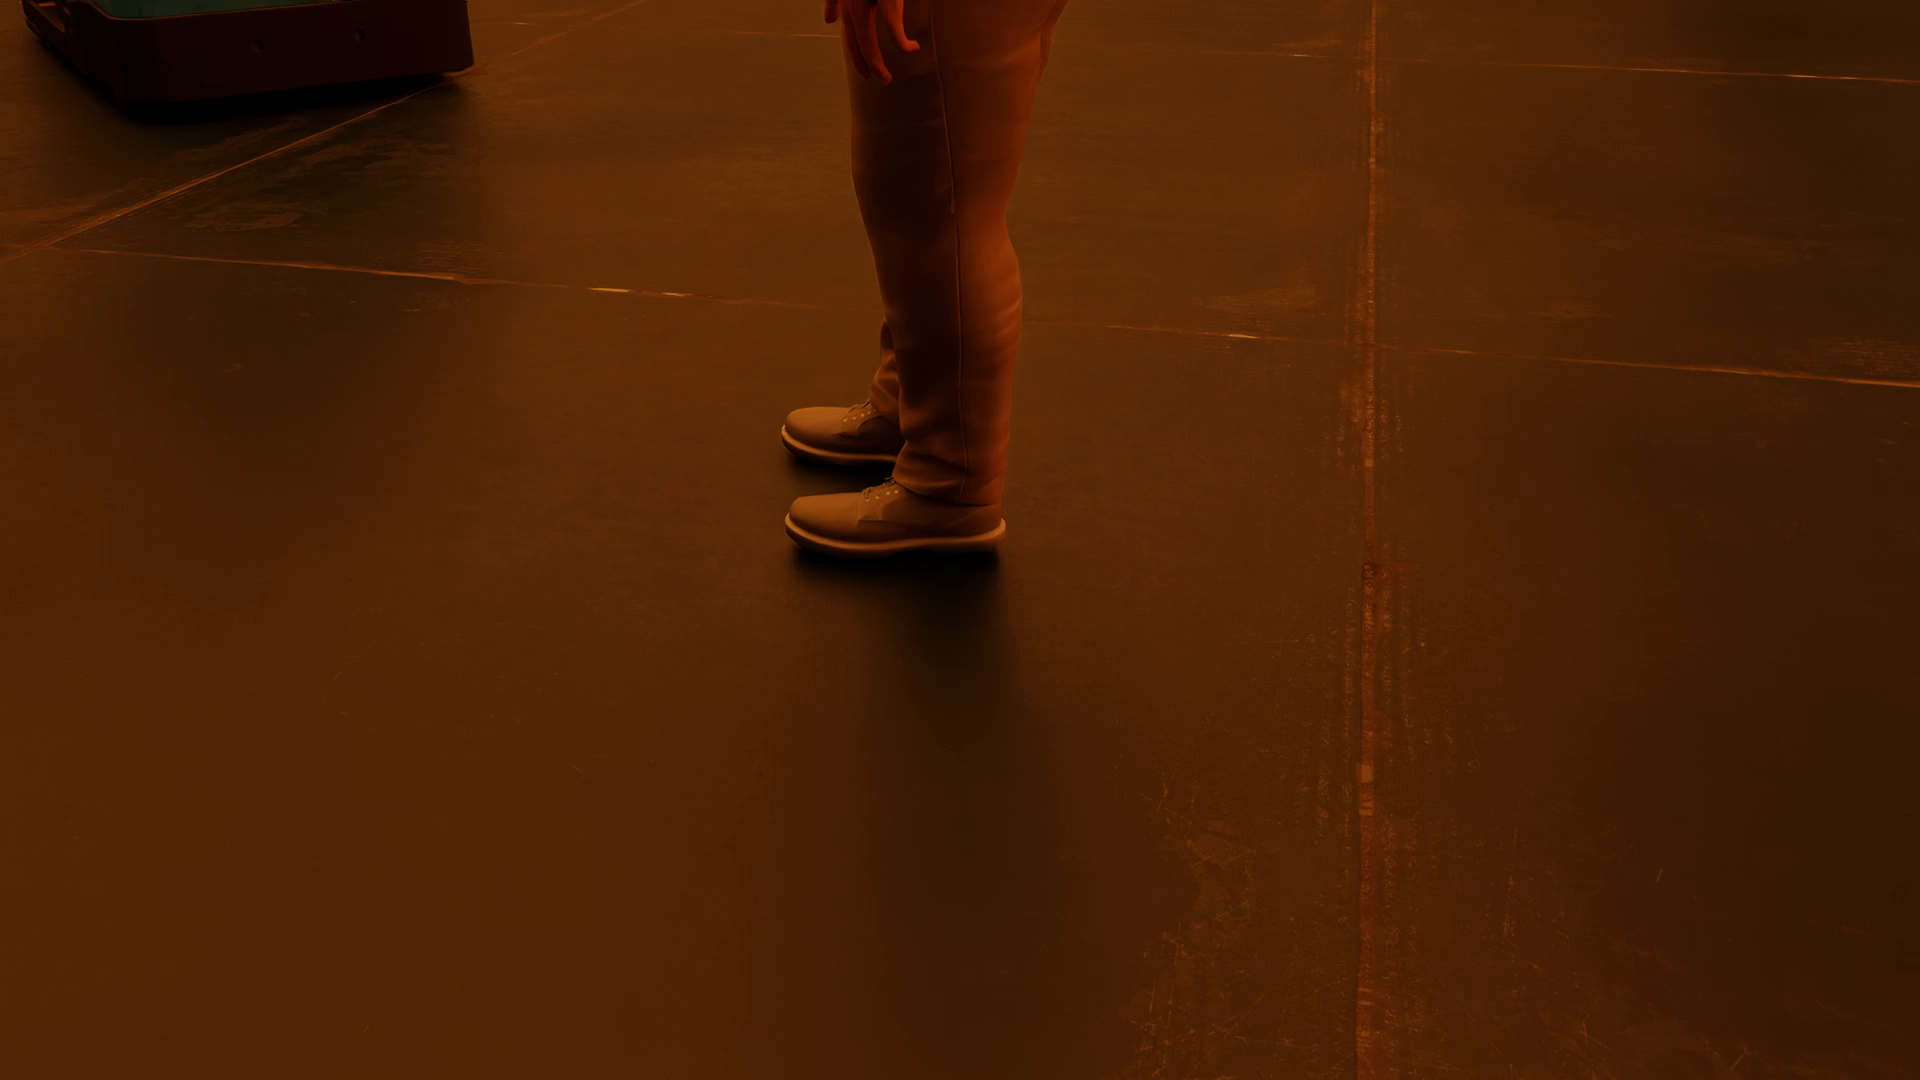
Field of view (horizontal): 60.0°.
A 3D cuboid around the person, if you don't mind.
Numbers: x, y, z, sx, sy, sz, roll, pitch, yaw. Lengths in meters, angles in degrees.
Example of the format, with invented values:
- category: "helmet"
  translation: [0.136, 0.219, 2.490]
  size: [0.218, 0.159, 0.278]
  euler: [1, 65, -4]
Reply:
- category: "person"
  translation: [-0.085, -0.794, 2.136]
  size: [0.550, 1.728, 0.637]
  euler: [6, 27, 11]

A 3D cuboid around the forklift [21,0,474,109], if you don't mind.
- category: "forklift"
  translation: [-2.821, -3.199, 5.587]
  size: [1.130, 2.935, 3.031]
  euler: [-17, 31, -30]
